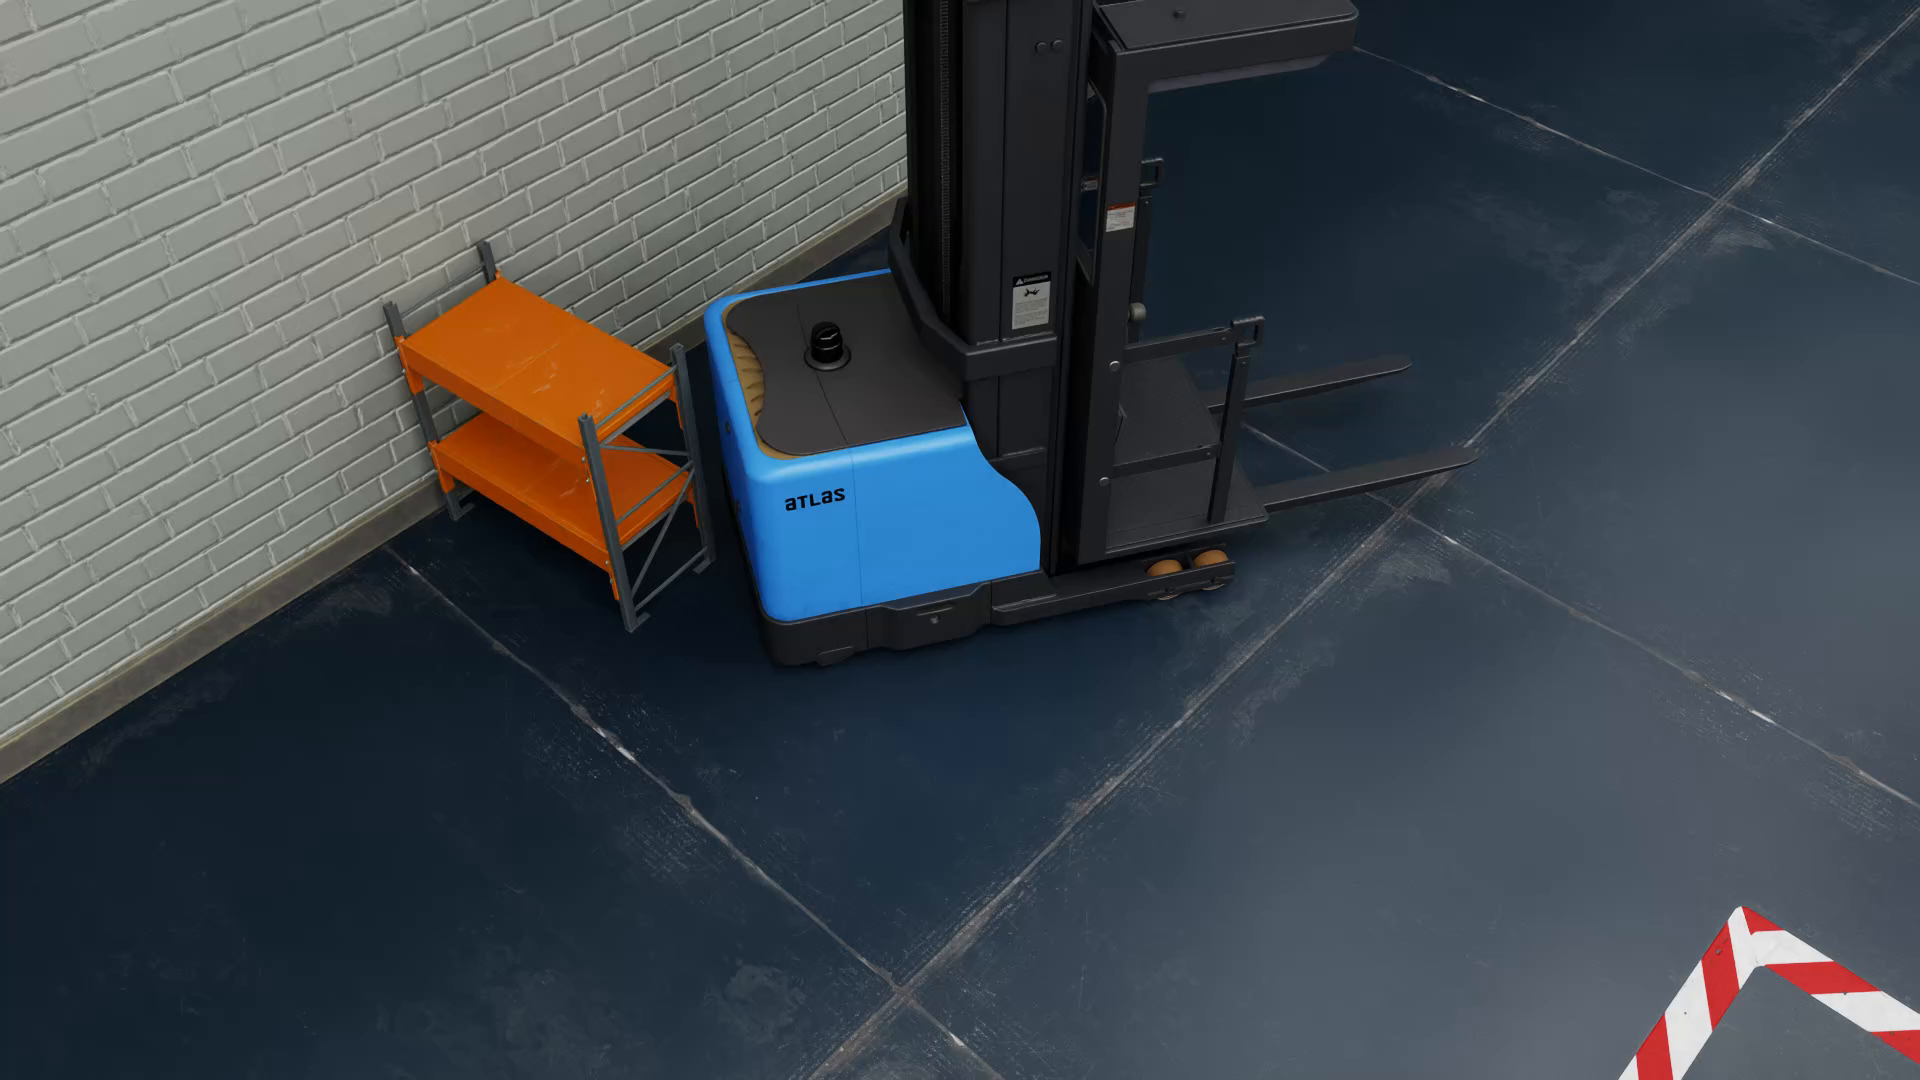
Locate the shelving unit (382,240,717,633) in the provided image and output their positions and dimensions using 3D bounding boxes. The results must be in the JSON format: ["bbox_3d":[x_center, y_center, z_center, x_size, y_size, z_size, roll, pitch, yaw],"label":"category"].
[{"bbox_3d":[-1.560,-0.394,6.457,1.048,1.125,0.538,29,53,24],"label":"shelving unit"}]

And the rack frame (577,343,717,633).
[{"bbox_3d":[-1.153,-0.172,6.249,0.032,1.125,0.500,29,53,24],"label":"rack frame"}]

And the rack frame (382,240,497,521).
[{"bbox_3d":[-1.967,-0.616,6.665,0.032,1.125,0.500,29,53,24],"label":"rack frame"}]

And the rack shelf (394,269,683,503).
[{"bbox_3d":[-1.560,-0.595,6.244,1.000,0.278,0.538,29,53,24],"label":"rack shelf"}]

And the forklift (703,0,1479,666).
[{"bbox_3d":[0.600,-1.126,5.905,3.031,2.935,1.130,-12,48,-11],"label":"forklift"}]

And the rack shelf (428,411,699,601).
[{"bbox_3d":[-1.560,-0.227,6.635,1.000,0.278,0.538,29,53,24],"label":"rack shelf"}]
